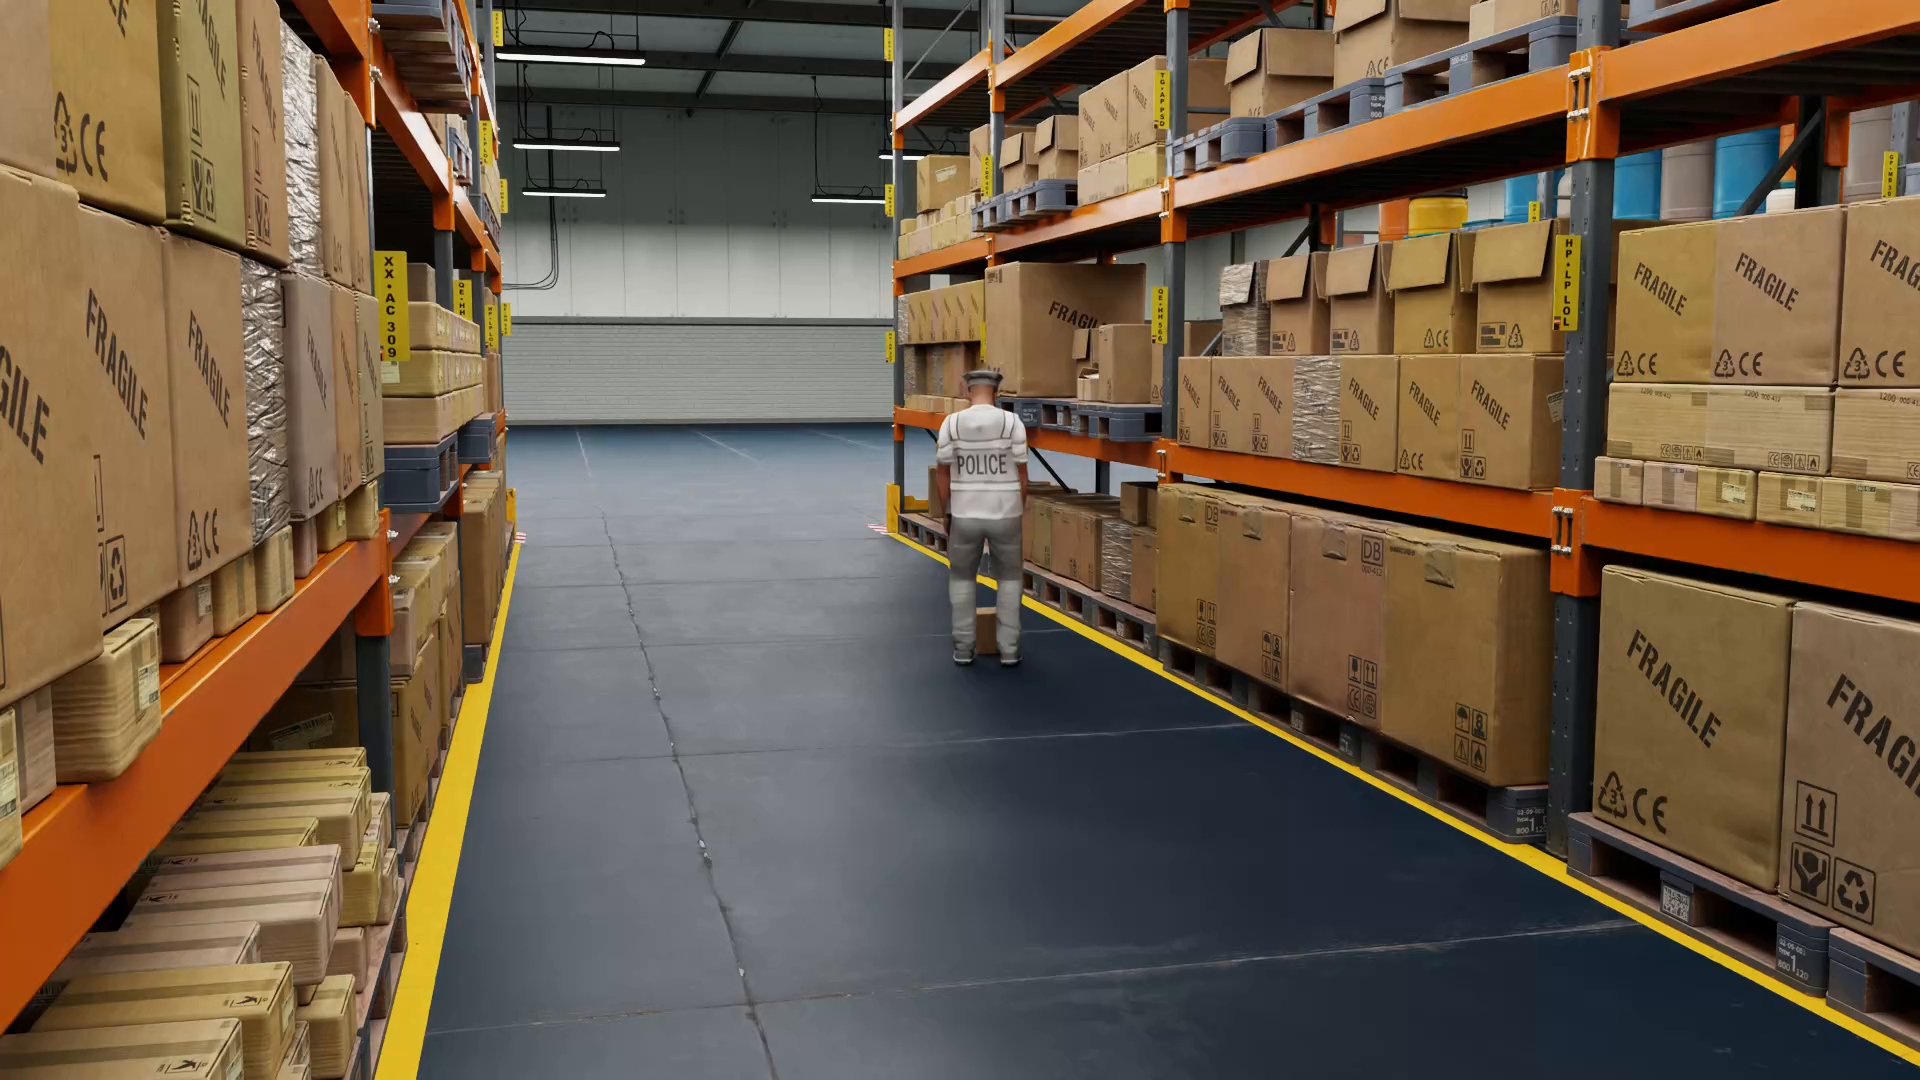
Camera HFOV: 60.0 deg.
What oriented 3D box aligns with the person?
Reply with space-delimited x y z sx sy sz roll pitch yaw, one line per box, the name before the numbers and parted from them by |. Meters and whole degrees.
person | 0.130 -0.124 9.761 0.544 1.726 0.424 1 6 6
